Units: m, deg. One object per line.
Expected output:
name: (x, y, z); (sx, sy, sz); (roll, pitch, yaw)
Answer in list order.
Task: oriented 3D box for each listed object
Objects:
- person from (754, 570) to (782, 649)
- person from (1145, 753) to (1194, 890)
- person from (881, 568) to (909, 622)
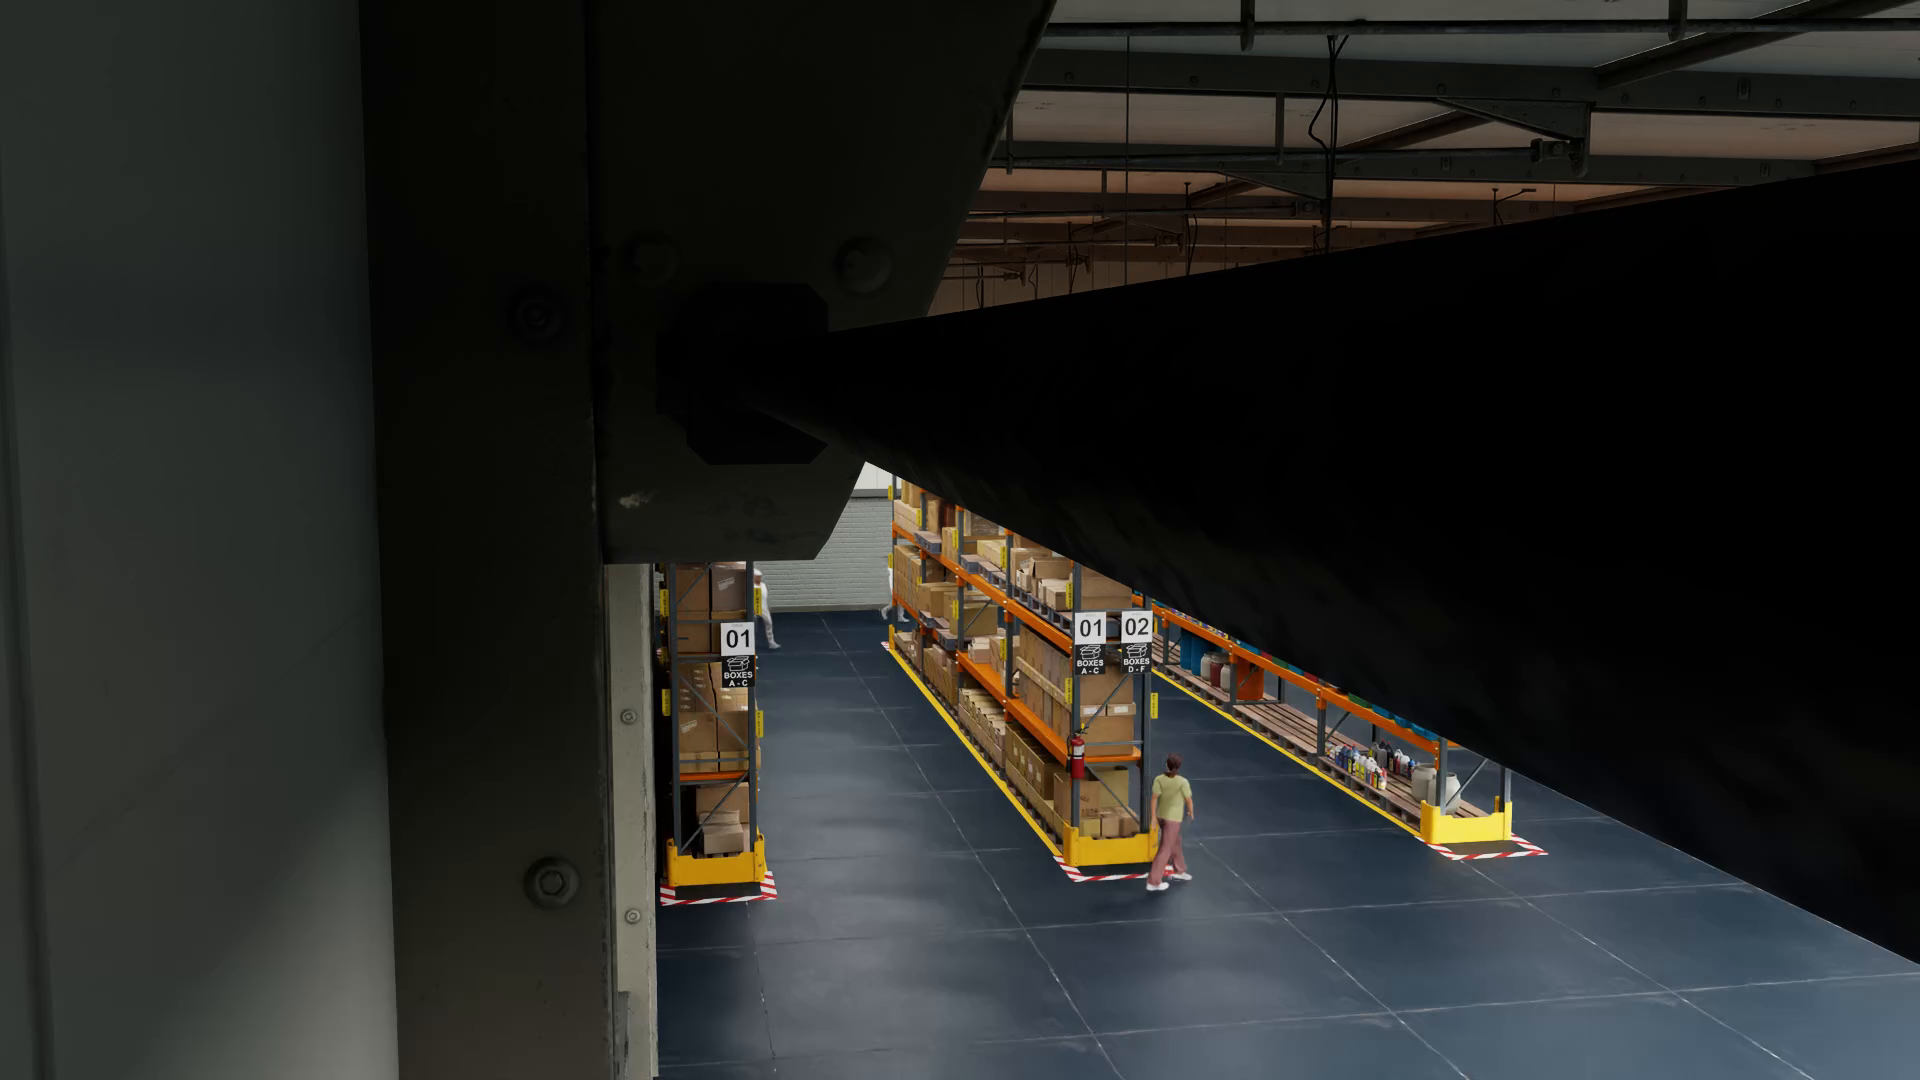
person: (-4.360, 1.525, 36.435); (0.672, 1.727, 1.041); (-6, 8, -43)
person: (2.574, 3.354, 19.884); (0.839, 1.658, 0.431); (-4, 7, -34)
person: (-1.547, 1.151, 40.177); (0.651, 1.660, 0.483); (3, 7, 23)
